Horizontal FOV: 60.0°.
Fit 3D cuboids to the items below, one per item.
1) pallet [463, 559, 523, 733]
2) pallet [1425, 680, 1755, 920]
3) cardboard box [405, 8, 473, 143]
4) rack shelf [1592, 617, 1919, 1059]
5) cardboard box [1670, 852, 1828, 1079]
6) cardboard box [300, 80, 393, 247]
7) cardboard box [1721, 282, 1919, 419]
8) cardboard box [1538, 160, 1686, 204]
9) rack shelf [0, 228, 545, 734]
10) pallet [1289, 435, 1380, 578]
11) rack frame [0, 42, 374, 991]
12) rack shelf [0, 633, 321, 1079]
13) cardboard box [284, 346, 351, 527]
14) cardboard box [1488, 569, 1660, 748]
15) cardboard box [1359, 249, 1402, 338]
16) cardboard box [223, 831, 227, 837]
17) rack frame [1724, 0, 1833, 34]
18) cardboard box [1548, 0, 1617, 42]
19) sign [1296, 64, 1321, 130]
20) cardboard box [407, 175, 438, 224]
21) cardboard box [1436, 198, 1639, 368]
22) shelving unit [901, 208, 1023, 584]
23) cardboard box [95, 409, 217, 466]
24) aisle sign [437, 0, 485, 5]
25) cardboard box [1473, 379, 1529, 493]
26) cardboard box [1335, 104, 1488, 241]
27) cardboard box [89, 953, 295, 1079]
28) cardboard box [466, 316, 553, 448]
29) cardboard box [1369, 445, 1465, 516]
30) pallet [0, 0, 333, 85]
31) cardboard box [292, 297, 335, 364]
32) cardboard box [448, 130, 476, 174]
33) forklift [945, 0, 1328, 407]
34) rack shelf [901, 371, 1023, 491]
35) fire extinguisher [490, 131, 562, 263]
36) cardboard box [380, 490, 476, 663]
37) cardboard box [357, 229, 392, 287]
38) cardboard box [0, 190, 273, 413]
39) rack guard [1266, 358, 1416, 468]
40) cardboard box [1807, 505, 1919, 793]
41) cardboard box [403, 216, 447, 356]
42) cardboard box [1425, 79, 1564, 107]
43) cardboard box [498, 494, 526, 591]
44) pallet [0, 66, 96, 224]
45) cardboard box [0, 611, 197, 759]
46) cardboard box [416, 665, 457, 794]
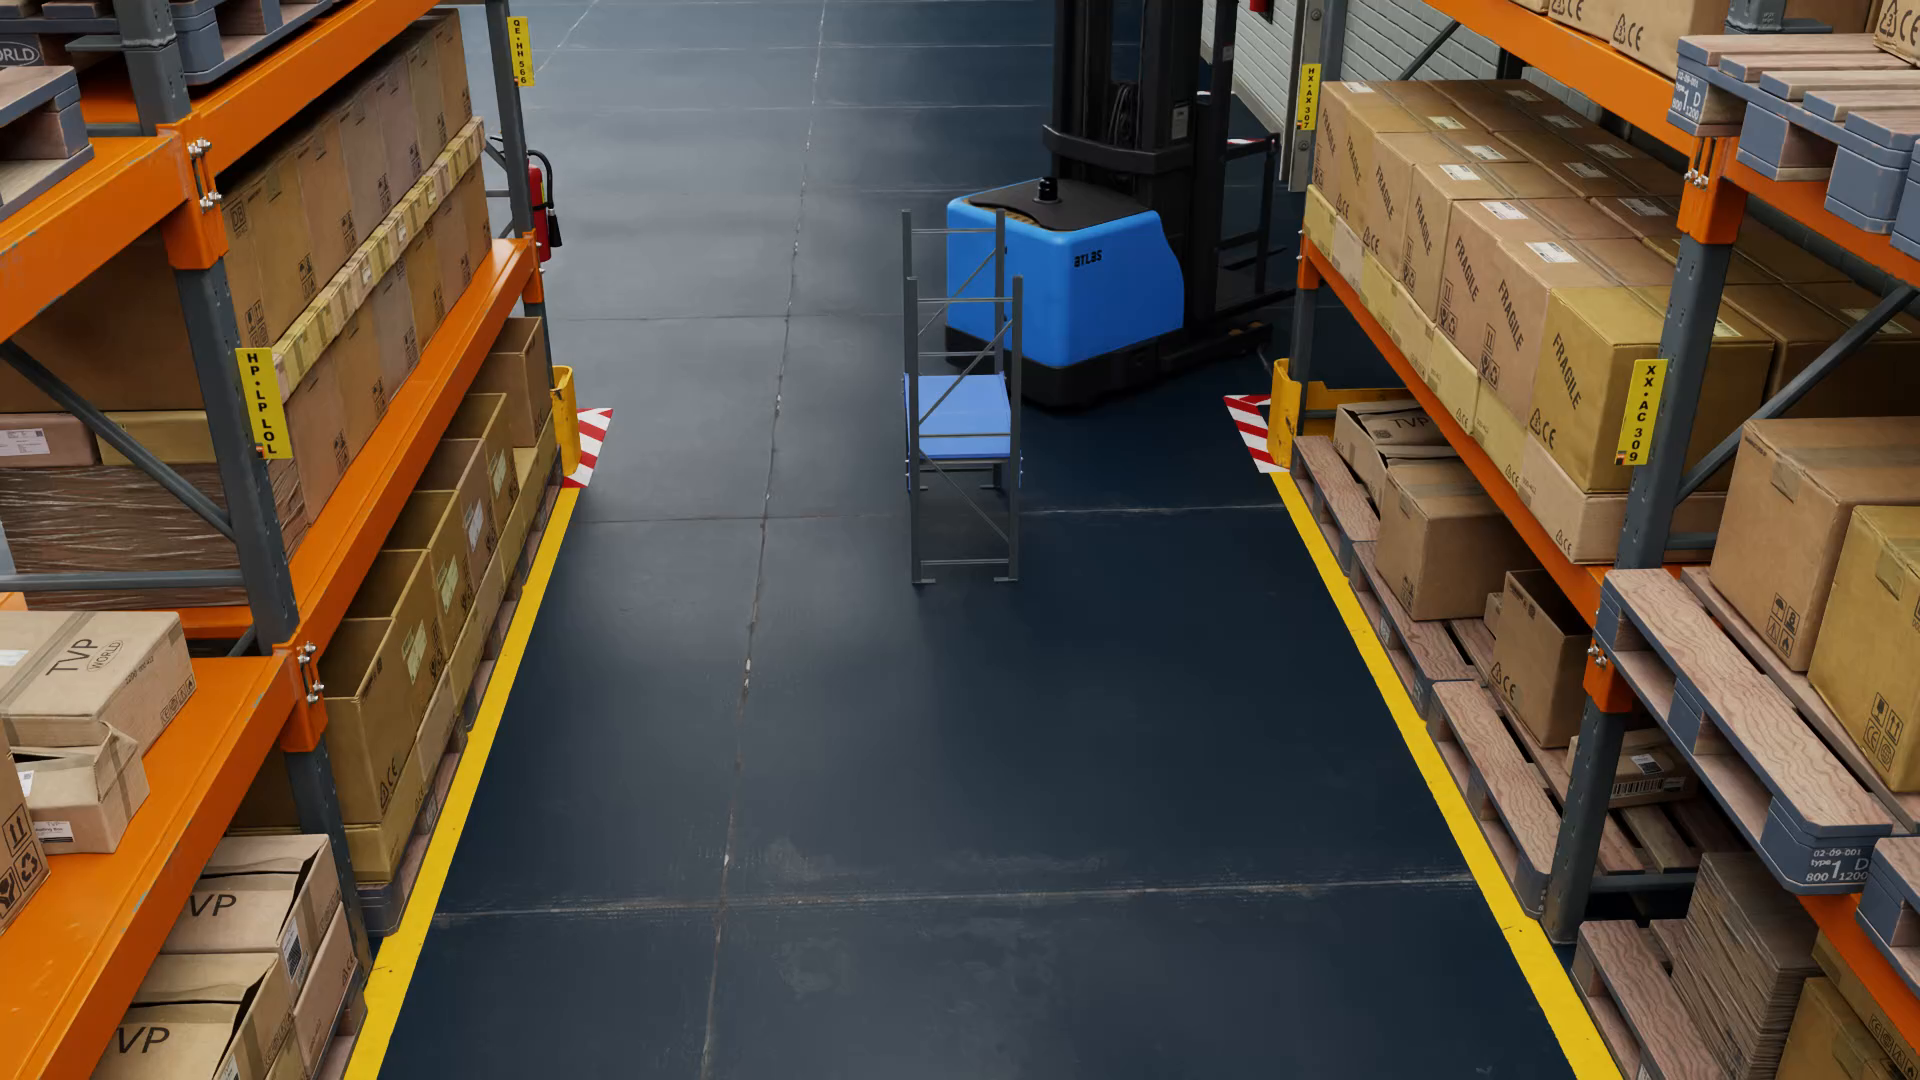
[{"bbox_3d":[-2.515,0.427,7.202,1.003,0.211,1.213,-1,28,-3],"label":"pallet"},{"bbox_3d":[2.427,0.930,6.239,1.003,0.211,1.213,-1,28,-3],"label":"pallet"},{"bbox_3d":[-2.643,-2.102,7.526,0.700,0.500,0.500,-1,28,-2],"label":"cardboard box"},{"bbox_3d":[2.602,1.245,3.396,1.077,0.370,4.000,-1,28,-3],"label":"rack shelf"},{"bbox_3d":[2.553,1.256,4.826,0.700,0.500,0.500,0,28,-1],"label":"cardboard box"},{"bbox_3d":[-2.557,-1.395,6.171,0.700,0.500,0.500,-1,28,-3],"label":"cardboard box"},{"bbox_3d":[2.682,-0.494,5.283,0.500,0.500,0.500,-2,28,-4],"label":"cardboard box"},{"bbox_3d":[2.600,-1.203,6.642,0.500,0.500,0.500,-1,28,-2],"label":"cardboard box"},{"bbox_3d":[-2.553,-0.480,6.705,1.077,0.370,4.000,-1,28,-3],"label":"rack shelf"},{"bbox_3d":[2.300,-0.197,8.399,1.003,0.211,1.213,-1,28,-3],"label":"pallet"},{"bbox_3d":[-2.449,0.124,4.768,1.000,3.000,0.127,-1,28,-3],"label":"rack frame"},{"bbox_3d":[-2.345,1.367,3.164,1.077,0.370,4.000,-1,28,-3],"label":"rack shelf"},{"bbox_3d":[-2.512,-0.368,5.604,0.700,0.500,0.500,-2,28,-3],"label":"cardboard box"},{"bbox_3d":[2.404,0.438,6.394,0.500,0.500,0.500,-3,28,-7],"label":"cardboard box"},{"bbox_3d":[2.059,-1.079,7.215,0.500,0.250,0.500,-2,28,-3],"label":"cardboard box"},{"bbox_3d":[-2.691,0.948,5.707,0.500,0.250,0.500,-1,28,-3],"label":"cardboard box"},{"bbox_3d":[2.498,-2.657,3.614,1.000,3.000,0.127,-1,28,-3],"label":"rack frame"},{"bbox_3d":[2.211,-1.841,5.164,0.500,0.500,0.500,-4,28,-7],"label":"cardboard box"},{"bbox_3d":[1.747,-2.215,8.317,0.100,0.325,0.005,-1,28,-3],"label":"sign"},{"bbox_3d":[-2.394,-1.407,6.894,0.380,0.149,0.250,-1,28,-1],"label":"cardboard box"},{"bbox_3d":[2.117,-0.946,6.150,0.500,0.500,0.500,-2,28,-4],"label":"cardboard box"},{"bbox_3d":[-0.004,-0.704,7.979,0.538,1.500,1.048,-1,28,-3],"label":"shelving unit"},{"bbox_3d":[-2.270,-0.337,4.842,0.380,0.149,0.250,-1,28,-3],"label":"cardboard box"},{"bbox_3d":[-2.368,-2.913,7.781,0.394,0.787,0.004,-1,28,-3],"label":"aisle sign"},{"bbox_3d":[2.153,-0.381,5.878,0.500,0.250,0.500,-1,28,-2],"label":"cardboard box"},{"bbox_3d":[2.030,-1.663,7.525,0.500,0.500,0.500,-1,28,-2],"label":"cardboard box"},{"bbox_3d":[-2.108,1.329,4.372,0.500,0.311,0.500,-1,28,-1],"label":"cardboard box"},{"bbox_3d":[-2.333,-0.782,8.214,0.500,0.500,0.500,-1,28,-3],"label":"cardboard box"},{"bbox_3d":[2.265,-0.262,7.941,0.500,0.311,0.500,1,28,2],"label":"cardboard box"},{"bbox_3d":[-2.519,-1.560,4.849,1.003,0.211,1.213,-1,28,-3],"label":"pallet"},{"bbox_3d":[-2.313,-0.693,5.525,0.380,0.149,0.250,-2,28,-3],"label":"cardboard box"},{"bbox_3d":[-2.433,-1.762,7.576,0.380,0.149,0.250,-1,28,-1],"label":"cardboard box"},{"bbox_3d":[1.354,-2.623,10.110,3.031,2.935,1.130,-22,35,-35],"label":"forklift"},{"bbox_3d":[-0.004,-0.545,8.062,0.538,0.185,1.000,-1,28,-3],"label":"rack shelf"},{"bbox_3d":[-2.200,-1.755,8.454,0.296,0.674,0.183,-1,28,-3],"label":"fire extinguisher"},{"bbox_3d":[-2.213,0.141,6.444,0.500,0.500,0.500,-1,28,-3],"label":"cardboard box"},{"bbox_3d":[-2.354,-1.052,6.213,0.380,0.149,0.250,-2,28,-3],"label":"cardboard box"},{"bbox_3d":[-2.478,-0.700,4.838,0.700,0.500,0.500,-1,28,-2],"label":"cardboard box"},{"bbox_3d":[2.293,-0.701,9.053,1.175,0.500,0.348,-1,28,-3],"label":"rack guard"},{"bbox_3d":[2.512,0.258,3.929,0.700,0.500,0.500,1,28,3],"label":"cardboard box"},{"bbox_3d":[-2.594,-1.080,6.968,0.700,0.500,0.500,-1,28,-2],"label":"cardboard box"},{"bbox_3d":[2.526,-1.907,7.992,0.500,0.500,0.500,-2,28,-3],"label":"cardboard box"},{"bbox_3d":[-2.269,0.012,7.503,0.500,0.250,0.500,-1,28,-3],"label":"cardboard box"},{"bbox_3d":[-2.390,-0.714,3.338,0.805,0.209,1.217,-2,28,-5],"label":"pallet"},{"bbox_3d":[-2.380,0.417,4.369,0.500,0.250,0.500,0,28,1],"label":"cardboard box"},{"bbox_3d":[-2.191,0.705,6.175,0.500,0.250,0.500,-1,28,-3],"label":"cardboard box"}]
